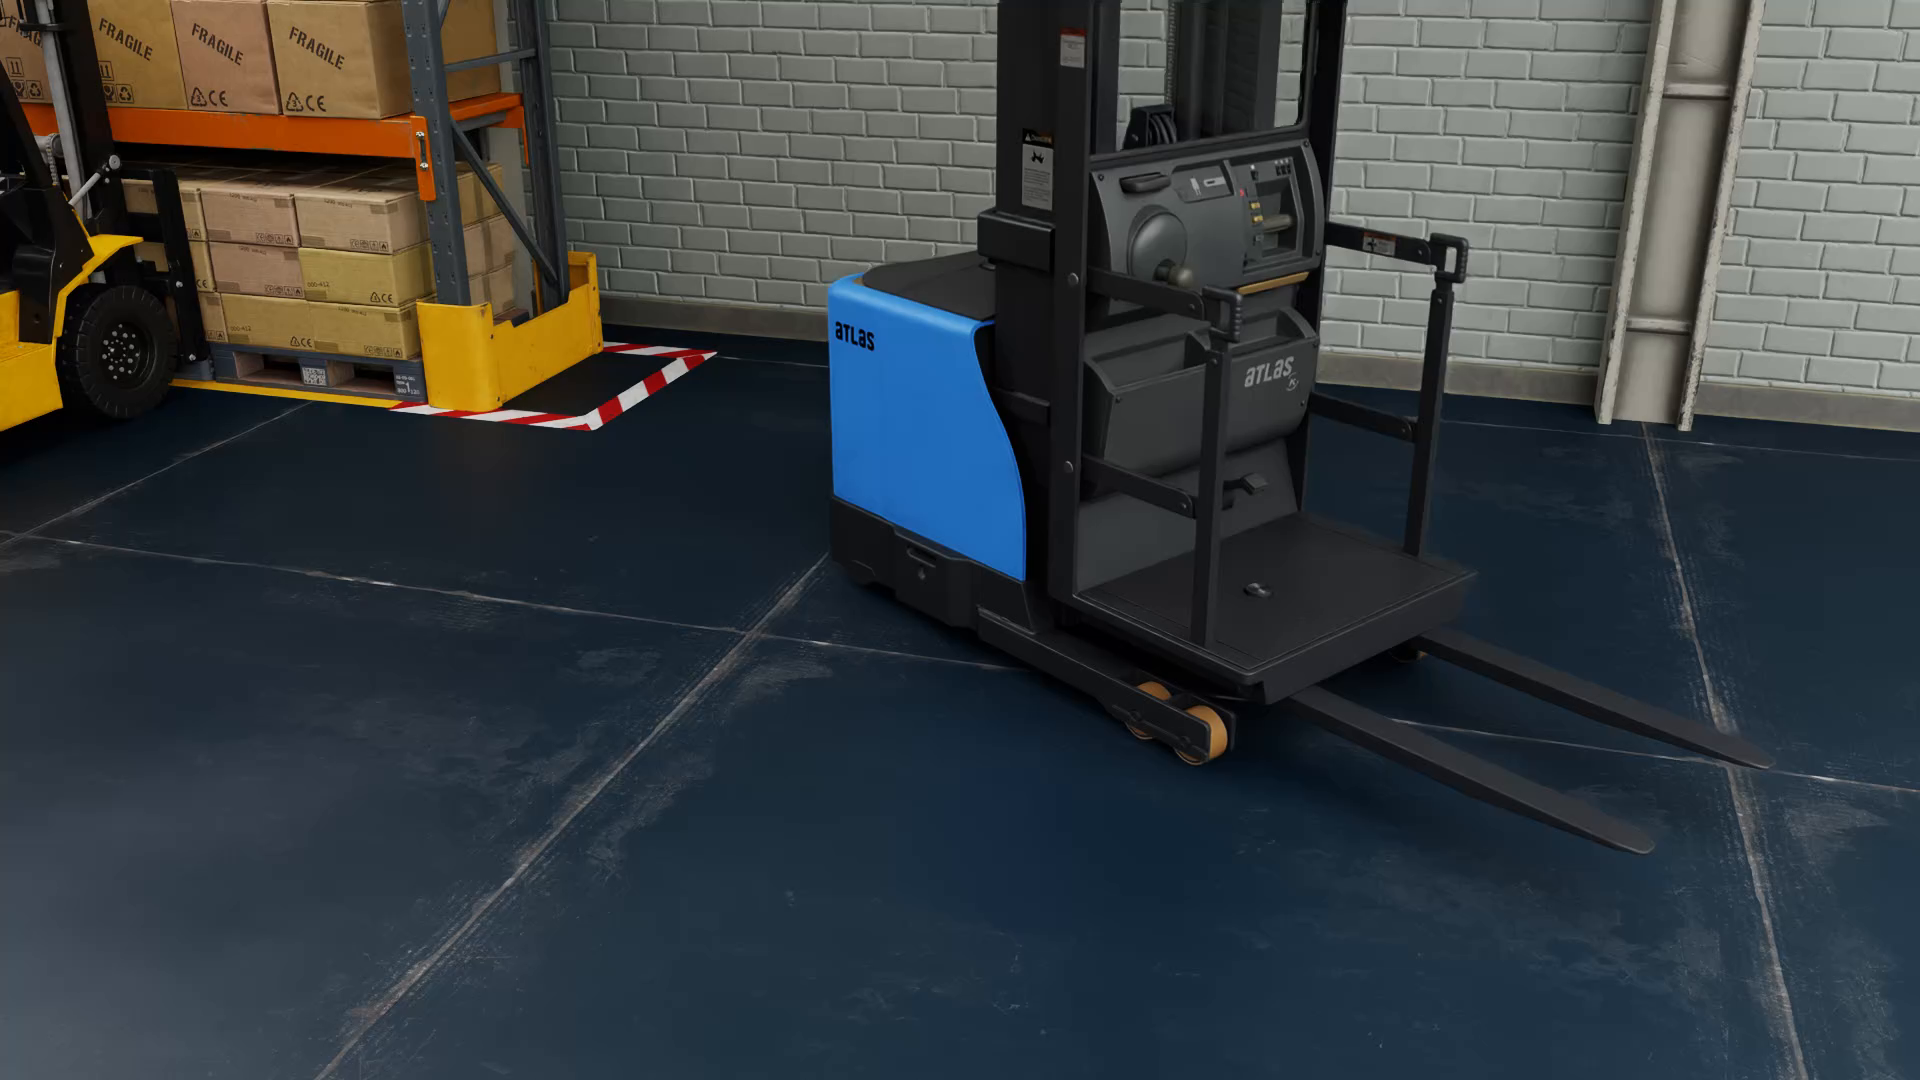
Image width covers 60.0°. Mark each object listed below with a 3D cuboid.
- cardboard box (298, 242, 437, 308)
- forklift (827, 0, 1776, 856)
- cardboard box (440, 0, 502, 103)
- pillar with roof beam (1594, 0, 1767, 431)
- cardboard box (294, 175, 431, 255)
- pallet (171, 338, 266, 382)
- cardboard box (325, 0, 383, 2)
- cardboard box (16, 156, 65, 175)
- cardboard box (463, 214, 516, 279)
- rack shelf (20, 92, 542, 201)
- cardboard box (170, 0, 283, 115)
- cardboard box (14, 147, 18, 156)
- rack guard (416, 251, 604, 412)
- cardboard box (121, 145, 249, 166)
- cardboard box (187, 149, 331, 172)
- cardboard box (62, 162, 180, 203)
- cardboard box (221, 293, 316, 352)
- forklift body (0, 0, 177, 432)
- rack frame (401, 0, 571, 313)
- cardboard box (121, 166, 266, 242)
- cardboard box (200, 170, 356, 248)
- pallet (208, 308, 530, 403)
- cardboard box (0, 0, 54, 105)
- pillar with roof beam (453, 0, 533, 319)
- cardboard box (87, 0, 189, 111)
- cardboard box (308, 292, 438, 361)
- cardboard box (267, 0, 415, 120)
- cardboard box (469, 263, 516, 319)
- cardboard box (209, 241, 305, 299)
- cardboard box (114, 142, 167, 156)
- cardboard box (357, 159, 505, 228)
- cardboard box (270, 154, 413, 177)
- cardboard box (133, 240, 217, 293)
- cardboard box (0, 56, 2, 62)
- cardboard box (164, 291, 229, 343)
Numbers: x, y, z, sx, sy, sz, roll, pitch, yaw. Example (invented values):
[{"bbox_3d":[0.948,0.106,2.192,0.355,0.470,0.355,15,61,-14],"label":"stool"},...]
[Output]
[{"bbox_3d":[-2.761,-1.300,7.899,0.500,0.250,0.500,6,23,15],"label":"cardboard box"},{"bbox_3d":[0.875,-0.934,4.685,1.130,2.935,3.031,-18,28,-37],"label":"forklift"},{"bbox_3d":[-2.599,-2.409,8.058,0.500,0.500,0.500,7,23,17],"label":"cardboard box"},{"bbox_3d":[1.890,-3.165,2.128,0.400,9.000,9.100,7,23,16],"label":"pillar with roof beam"},{"bbox_3d":[-2.736,-1.529,7.798,0.500,0.250,0.500,7,23,17],"label":"cardboard box"},{"bbox_3d":[-4.113,-1.120,8.723,1.213,0.211,1.003,7,23,15],"label":"pallet"},{"bbox_3d":[-2.618,-2.490,7.401,0.250,0.149,0.380,7,23,16],"label":"cardboard box"},{"bbox_3d":[-4.696,-1.753,8.344,0.500,0.250,0.500,7,23,17],"label":"cardboard box"},{"bbox_3d":[-2.595,-1.488,8.355,0.500,0.250,0.500,7,23,16],"label":"cardboard box"},{"bbox_3d":[-4.120,-2.094,8.369,4.000,0.370,1.077,7,23,16],"label":"rack shelf"},{"bbox_3d":[-3.246,-2.272,7.725,0.500,0.500,0.500,7,23,17],"label":"cardboard box"},{"bbox_3d":[-5.018,-1.997,8.938,0.500,0.250,0.500,6,23,15],"label":"cardboard box"},{"bbox_3d":[-2.182,-1.048,8.166,0.348,0.500,1.175,7,23,16],"label":"rack guard"},{"bbox_3d":[-4.054,-1.884,8.663,0.500,0.250,0.500,6,23,14],"label":"cardboard box"},{"bbox_3d":[-3.565,-1.826,8.520,0.500,0.250,0.500,6,23,15],"label":"cardboard box"},{"bbox_3d":[-4.195,-1.693,8.197,0.500,0.250,0.500,6,23,14],"label":"cardboard box"},{"bbox_3d":[-3.219,-1.124,8.128,0.500,0.250,0.500,7,23,15],"label":"cardboard box"},{"bbox_3d":[-4.547,-1.360,6.750,1.214,2.155,2.313,7,23,16],"label":"forklift body"},{"bbox_3d":[-2.205,-2.207,7.698,0.127,3.000,1.000,7,23,16],"label":"rack frame"},{"bbox_3d":[-3.712,-1.635,8.055,0.500,0.250,0.500,7,23,16],"label":"cardboard box"},{"bbox_3d":[-3.226,-1.583,7.929,0.500,0.250,0.500,7,23,16],"label":"cardboard box"},{"bbox_3d":[-2.949,-0.986,8.395,1.213,0.211,1.003,7,23,16],"label":"pallet"},{"bbox_3d":[-4.221,-2.379,7.987,0.500,0.500,0.500,7,23,16],"label":"cardboard box"},{"bbox_3d":[-3.855,-3.822,3.731,0.400,9.000,9.100,7,23,16],"label":"pillar with roof beam"},{"bbox_3d":[-3.737,-2.328,7.862,0.500,0.500,0.500,6,23,14],"label":"cardboard box"},{"bbox_3d":[-2.746,-1.066,7.986,0.500,0.250,0.500,7,23,16],"label":"cardboard box"},{"bbox_3d":[-2.752,-2.212,7.578,0.500,0.500,0.500,6,23,14],"label":"cardboard box"},{"bbox_3d":[-2.619,-1.254,8.445,0.500,0.250,0.500,7,23,16],"label":"cardboard box"},{"bbox_3d":[-3.238,-1.359,8.042,0.500,0.250,0.500,6,23,15],"label":"cardboard box"},{"bbox_3d":[-4.537,-1.936,8.790,0.500,0.250,0.500,7,23,16],"label":"cardboard box"},{"bbox_3d":[-2.610,-1.713,8.247,0.500,0.250,0.500,6,23,15],"label":"cardboard box"},{"bbox_3d":[-3.090,-1.767,8.377,0.500,0.250,0.500,7,23,16],"label":"cardboard box"},{"bbox_3d":[-3.738,-1.408,8.162,0.500,0.250,0.500,6,23,14],"label":"cardboard box"},{"bbox_3d":[-4.696,-2.442,8.140,0.500,0.500,0.500,6,23,15],"label":"cardboard box"},{"bbox_3d":[-3.696,-1.182,8.269,0.500,0.250,0.500,7,23,16],"label":"cardboard box"}]
